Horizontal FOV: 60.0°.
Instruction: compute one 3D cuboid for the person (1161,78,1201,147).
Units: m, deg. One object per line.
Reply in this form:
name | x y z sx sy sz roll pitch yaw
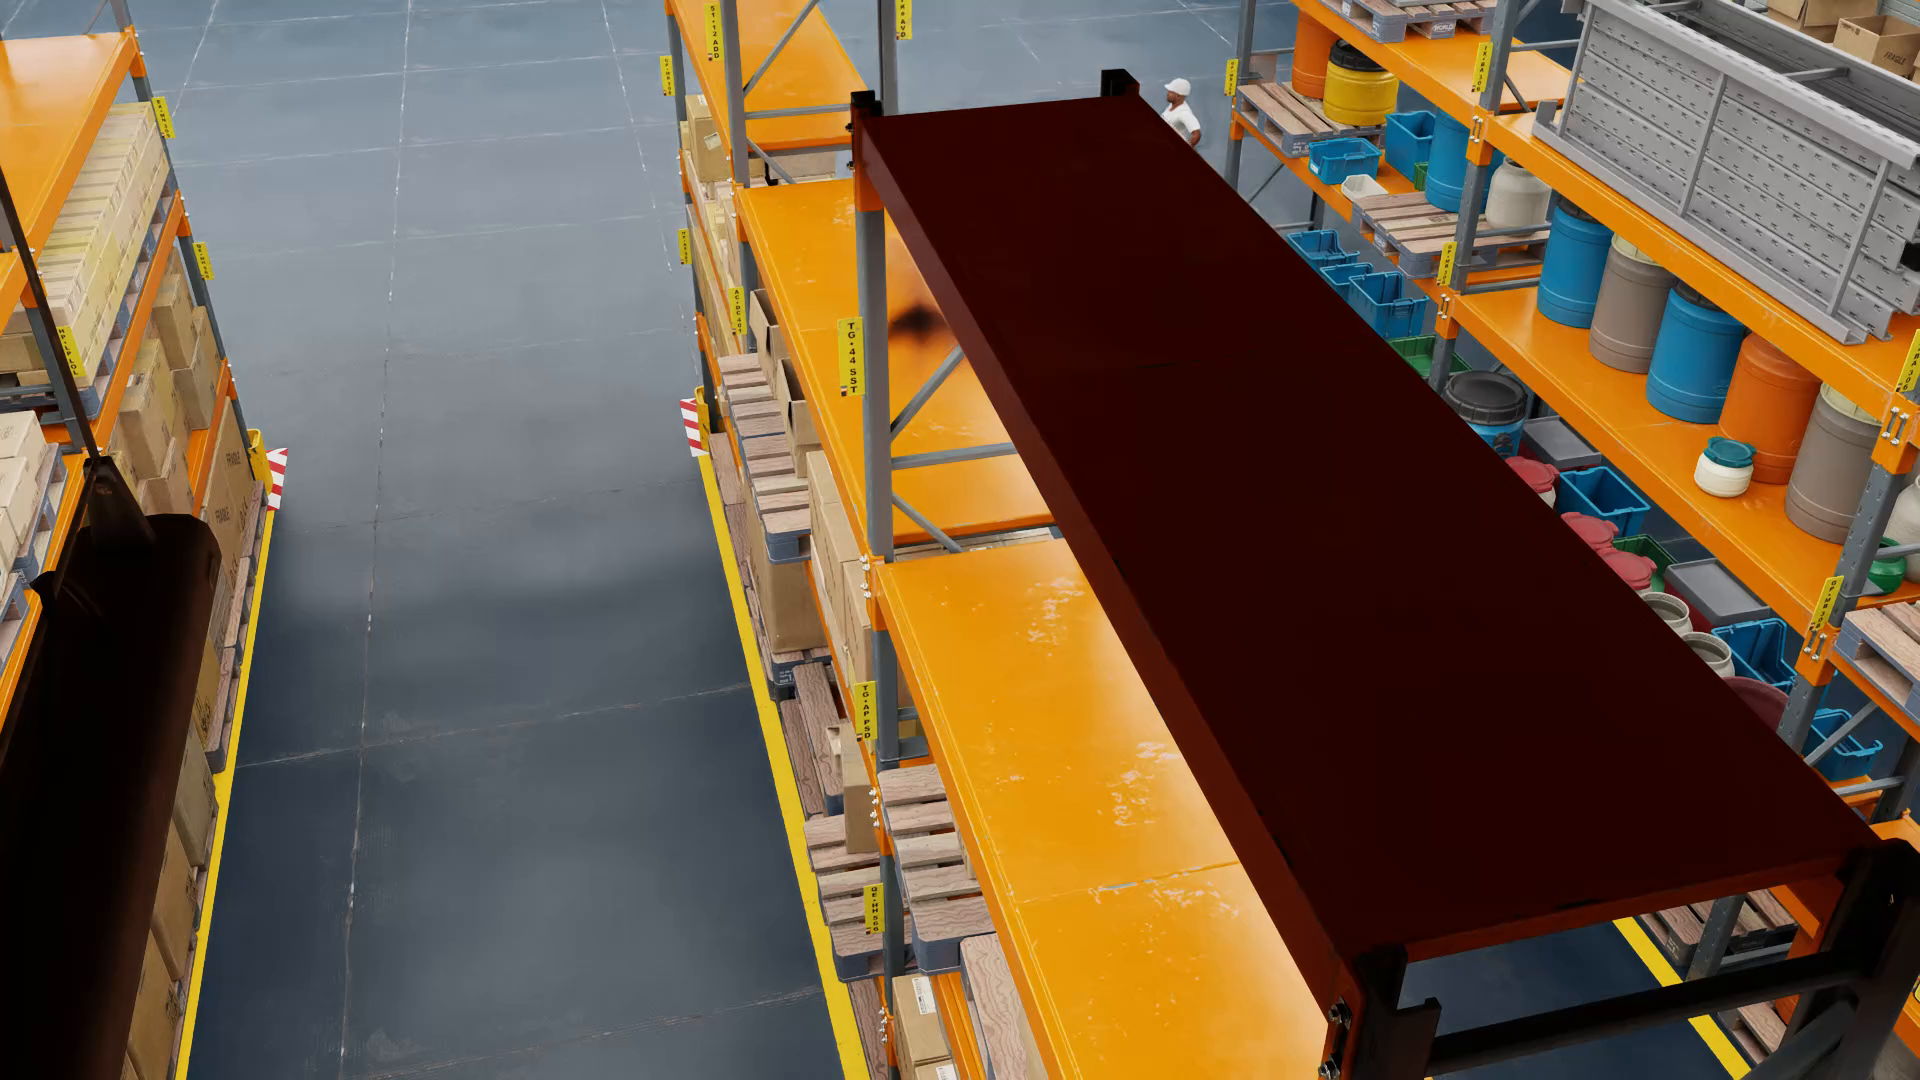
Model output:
person | 2.400 -4.335 18.861 0.729 1.821 0.674 4 35 6
